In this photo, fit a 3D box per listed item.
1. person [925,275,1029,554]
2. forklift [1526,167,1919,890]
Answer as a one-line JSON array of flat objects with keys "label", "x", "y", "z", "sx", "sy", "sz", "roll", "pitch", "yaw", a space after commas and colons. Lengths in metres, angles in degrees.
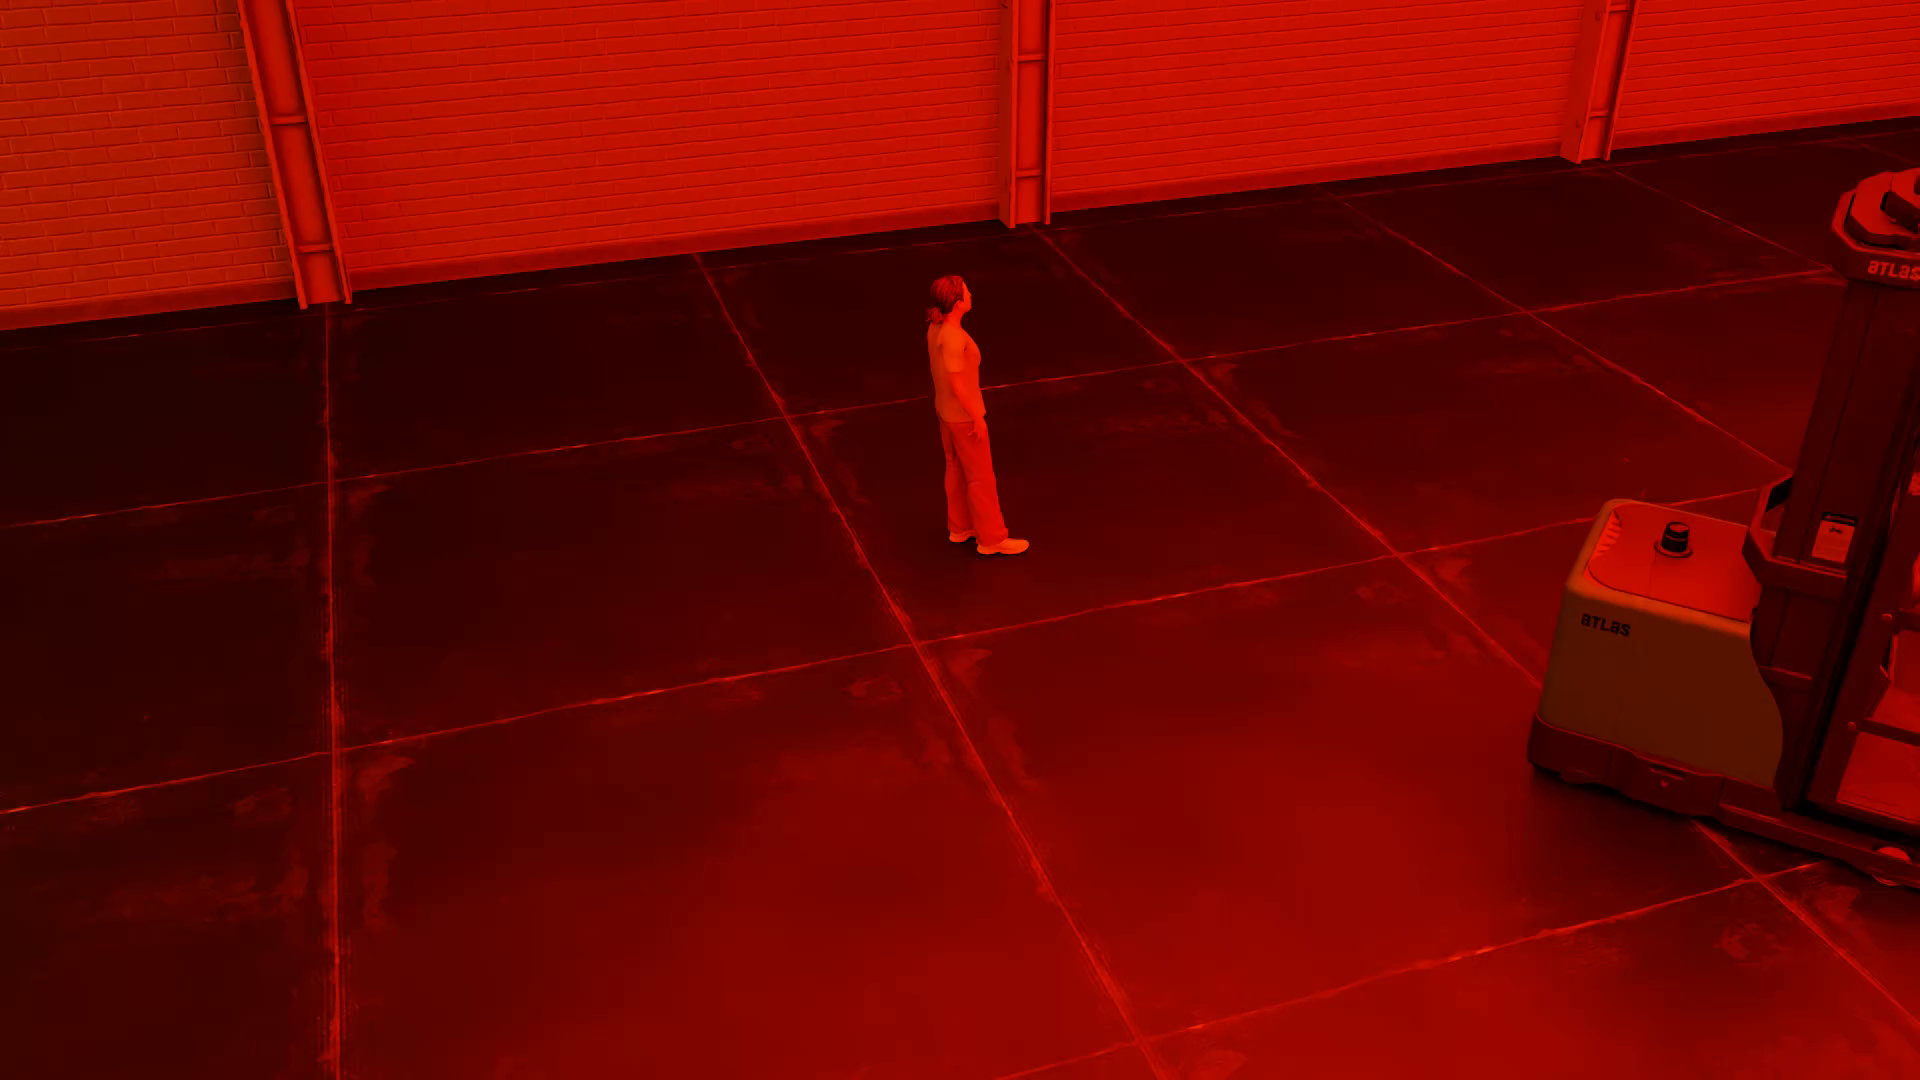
[{"label": "person", "x": 0.074, "y": -0.739, "z": 9.615, "sx": 0.548, "sy": 1.673, "sz": 0.553, "roll": -10, "pitch": 31, "yaw": -16}, {"label": "forklift", "x": 4.289, "y": 0.003, "z": 7.082, "sx": 3.031, "sy": 2.935, "sz": 1.130, "roll": 16, "pitch": 33, "yaw": 25}]
